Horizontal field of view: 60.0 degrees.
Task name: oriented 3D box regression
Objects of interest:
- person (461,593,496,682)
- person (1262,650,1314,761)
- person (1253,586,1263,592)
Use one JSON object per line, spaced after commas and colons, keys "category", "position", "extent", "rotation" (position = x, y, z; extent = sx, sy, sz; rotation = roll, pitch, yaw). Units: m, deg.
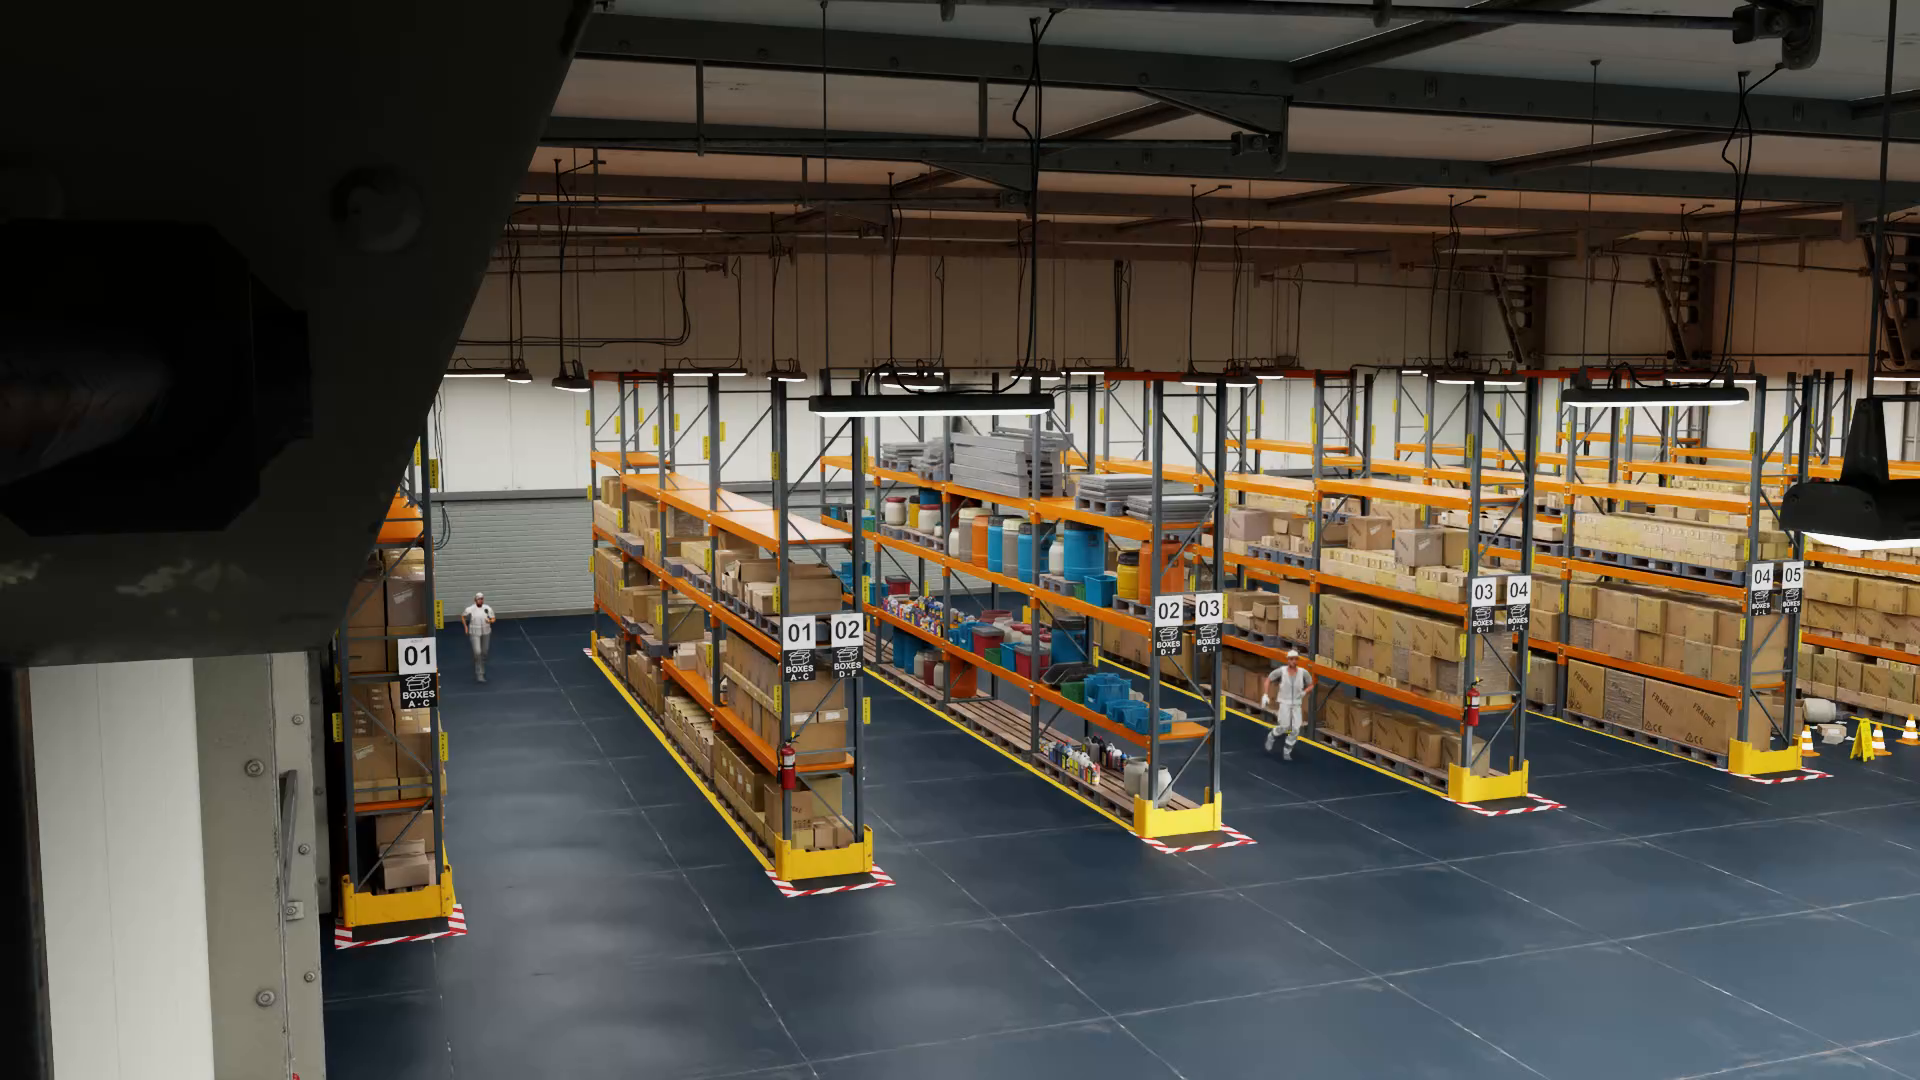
{"category": "person", "position": [-9.392, 1.878, 32.519], "extent": [0.584, 1.722, 0.802], "rotation": [-4, 8, -33]}
{"category": "person", "position": [5.146, 2.585, 26.028], "extent": [0.795, 1.737, 0.527], "rotation": [-1, 6, -10]}
{"category": "person", "position": [6.044, 1.743, 33.911], "extent": [0.600, 1.647, 0.605], "rotation": [-3, 7, -26]}
